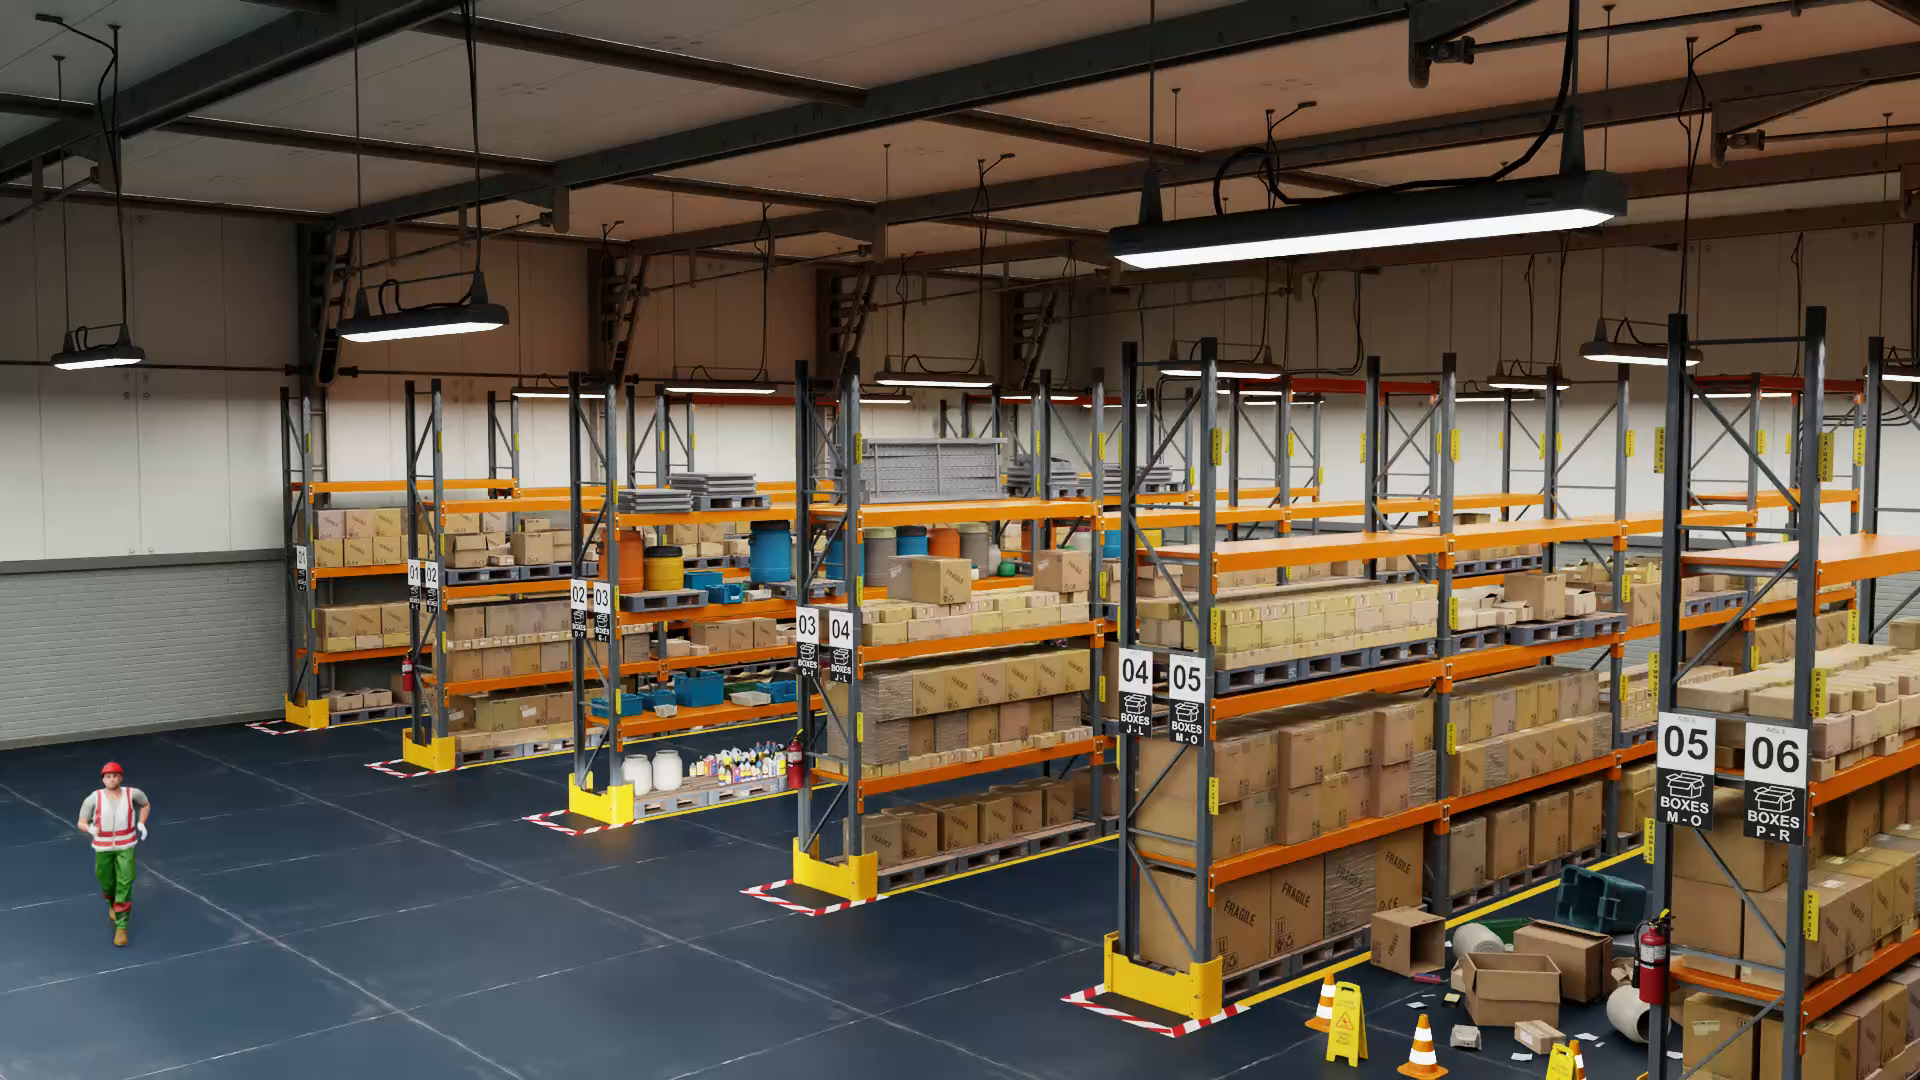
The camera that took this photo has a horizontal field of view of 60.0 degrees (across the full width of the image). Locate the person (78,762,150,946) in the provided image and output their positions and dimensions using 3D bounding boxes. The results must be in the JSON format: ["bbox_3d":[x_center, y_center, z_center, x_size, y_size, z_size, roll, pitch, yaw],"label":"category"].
[{"bbox_3d":[-8.652,3.160,17.023,0.656,1.786,0.987,-2,4,-24],"label":"person"}]
